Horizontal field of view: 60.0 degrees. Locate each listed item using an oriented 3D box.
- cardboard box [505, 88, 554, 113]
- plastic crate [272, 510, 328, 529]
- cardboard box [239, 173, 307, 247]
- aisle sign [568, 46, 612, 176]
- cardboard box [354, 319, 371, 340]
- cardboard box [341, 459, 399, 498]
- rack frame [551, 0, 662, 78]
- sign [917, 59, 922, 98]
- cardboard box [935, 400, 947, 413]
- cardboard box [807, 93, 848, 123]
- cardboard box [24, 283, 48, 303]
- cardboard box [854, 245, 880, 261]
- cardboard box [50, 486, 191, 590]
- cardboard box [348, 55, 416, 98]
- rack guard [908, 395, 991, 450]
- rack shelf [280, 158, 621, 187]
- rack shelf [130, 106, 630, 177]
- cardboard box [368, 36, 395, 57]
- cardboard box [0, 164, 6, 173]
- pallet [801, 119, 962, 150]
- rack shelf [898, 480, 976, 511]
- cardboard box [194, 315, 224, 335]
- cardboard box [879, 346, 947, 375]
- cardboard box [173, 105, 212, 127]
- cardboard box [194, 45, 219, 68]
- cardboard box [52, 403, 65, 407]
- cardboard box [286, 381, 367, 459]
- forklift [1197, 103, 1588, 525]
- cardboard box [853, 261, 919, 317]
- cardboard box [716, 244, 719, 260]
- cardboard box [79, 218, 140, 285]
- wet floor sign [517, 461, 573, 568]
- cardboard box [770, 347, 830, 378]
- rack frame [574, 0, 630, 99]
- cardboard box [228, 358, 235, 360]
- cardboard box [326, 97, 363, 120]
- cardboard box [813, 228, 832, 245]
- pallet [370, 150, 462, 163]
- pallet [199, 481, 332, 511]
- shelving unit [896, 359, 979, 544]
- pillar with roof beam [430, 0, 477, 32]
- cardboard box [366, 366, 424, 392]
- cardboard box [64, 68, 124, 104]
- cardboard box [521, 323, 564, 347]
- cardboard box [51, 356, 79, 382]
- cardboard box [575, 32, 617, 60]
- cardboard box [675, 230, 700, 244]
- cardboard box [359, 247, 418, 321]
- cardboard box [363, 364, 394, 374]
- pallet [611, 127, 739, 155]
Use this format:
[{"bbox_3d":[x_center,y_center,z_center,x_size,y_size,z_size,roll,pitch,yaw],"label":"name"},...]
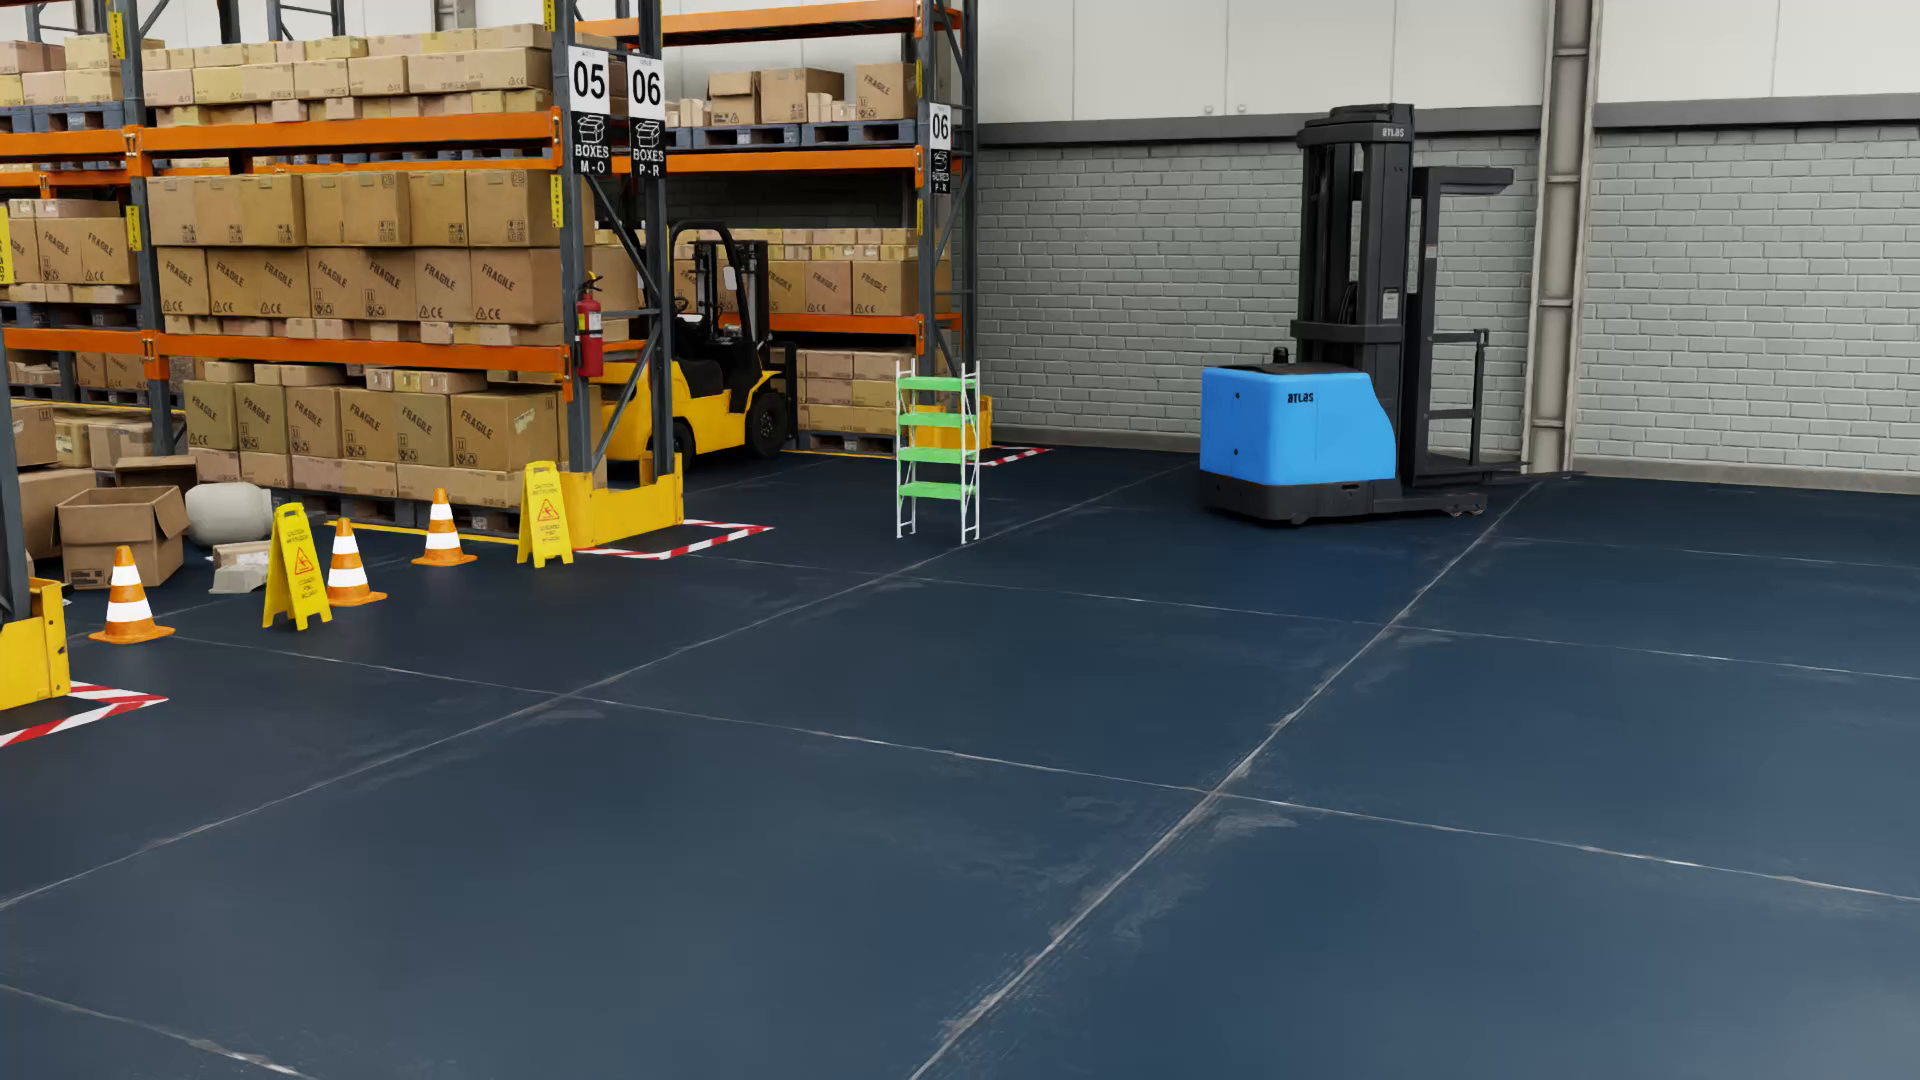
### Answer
[{"bbox_3d":[-2.743,-2.853,10.852,0.250,0.149,0.380,5,11,26],"label":"cardboard box"},{"bbox_3d":[-4.841,-0.141,11.783,0.583,0.080,0.402,1,10,6],"label":"plastic crate"},{"bbox_3d":[-4.701,-2.363,11.938,0.500,0.500,0.700,5,11,25],"label":"cardboard box"},{"bbox_3d":[-2.372,-2.745,10.674,0.004,0.787,0.394,5,11,26],"label":"aisle sign"},{"bbox_3d":[-4.092,-1.512,11.867,0.250,0.149,0.380,5,11,26],"label":"cardboard box"},{"bbox_3d":[-4.076,-0.474,11.966,0.500,0.250,0.500,5,11,24],"label":"cardboard box"},{"bbox_3d":[-2.299,-4.469,10.654,0.127,3.000,1.000,5,11,26],"label":"rack frame"},{"bbox_3d":[-0.359,-4.097,14.758,0.005,0.325,0.100,5,11,26],"label":"sign"},{"bbox_3d":[-0.460,-1.233,16.164,0.500,0.250,0.500,5,11,26],"label":"cardboard box"},{"bbox_3d":[-1.211,-4.012,15.472,0.258,0.266,0.396,5,11,26],"label":"cardboard box"},{"bbox_3d":[-7.176,-1.969,13.214,0.250,0.149,0.380,5,11,26],"label":"cardboard box"},{"bbox_3d":[-0.784,-2.676,15.492,0.250,0.149,0.380,5,12,27],"label":"cardboard box"},{"bbox_3d":[-4.995,-0.022,9.941,0.637,0.503,0.797,-2,11,-14],"label":"cardboard box"},{"bbox_3d":[-3.795,-3.143,11.335,0.500,0.250,0.500,5,12,27],"label":"cardboard box"},{"bbox_3d":[-0.085,-1.078,15.782,0.348,0.500,1.175,5,11,26],"label":"rack guard"},{"bbox_3d":[-5.487,-3.905,17.979,4.000,0.370,1.077,5,11,26],"label":"rack shelf"},{"bbox_3d":[-4.093,-2.796,11.856,4.000,0.370,1.077,5,11,26],"label":"rack shelf"},{"bbox_3d":[-3.828,-3.358,11.406,0.250,0.149,0.380,5,11,24],"label":"cardboard box"},{"bbox_3d":[-11.776,-4.631,20.680,0.250,0.149,0.380,5,12,28],"label":"cardboard box"},{"bbox_3d":[-0.729,-3.802,15.642,1.213,0.211,1.003,5,11,26],"label":"pallet"},{"bbox_3d":[-0.148,-0.304,11.250,0.480,0.148,0.258,5,11,26],"label":"rack shelf"},{"bbox_3d":[-5.496,-1.621,12.468,0.250,0.149,0.380,5,12,27],"label":"cardboard box"},{"bbox_3d":[-0.454,-1.724,16.065,0.500,0.250,0.500,5,11,25],"label":"cardboard box"},{"bbox_3d":[-5.506,-3.091,12.167,0.250,0.149,0.380,5,11,26],"label":"cardboard box"},{"bbox_3d":[-5.269,-3.462,11.979,0.250,0.149,0.380,5,11,24],"label":"cardboard box"},{"bbox_3d":[-8.306,-0.958,14.299,0.625,0.372,0.950,5,11,25],"label":"cardboard box"},{"bbox_3d":[-4.527,-0.884,12.125,0.500,0.500,0.500,6,12,29],"label":"cardboard box"},{"bbox_3d":[3.340,-1.696,12.369,3.031,2.935,1.130,-4,11,-23],"label":"forklift"},{"bbox_3d":[-0.664,-2.356,15.544,0.500,0.500,0.500,5,11,25],"label":"cardboard box"},{"bbox_3d":[-2.389,-2.821,16.291,0.250,0.149,0.380,5,11,24],"label":"cardboard box"},{"bbox_3d":[-6.402,-2.234,12.856,0.500,0.500,0.500,5,11,25],"label":"cardboard box"},{"bbox_3d":[-2.602,-0.172,10.371,0.267,0.644,0.232,-10,14,-43],"label":"wet floor sign"},{"bbox_3d":[-1.575,-1.719,16.042,0.500,0.250,0.500,5,11,27],"label":"cardboard box"},{"bbox_3d":[-3.693,-5.577,16.777,0.127,3.000,1.000,5,11,26],"label":"rack frame"},{"bbox_3d":[-8.199,-1.957,19.460,0.500,0.500,0.500,5,11,25],"label":"cardboard box"},{"bbox_3d":[-4.140,-2.967,11.481,0.250,0.149,0.380,5,11,25],"label":"cardboard box"},{"bbox_3d":[-1.193,-2.881,15.791,0.250,0.149,0.380,5,11,26],"label":"cardboard box"},{"bbox_3d":[-5.628,-4.196,18.102,1.213,0.211,1.003,6,12,28],"label":"pallet"},{"bbox_3d":[-5.269,-0.413,12.917,1.213,0.211,1.003,5,11,26],"label":"pallet"},{"bbox_3d":[-0.148,-0.603,11.195,0.503,1.200,0.258,5,11,26],"label":"shelving unit"},{"bbox_3d":[-7.617,-5.246,14.948,0.400,9.000,9.100,5,11,26],"label":"pillar with roof beam"},{"bbox_3d":[-3.952,-1.140,11.719,0.250,0.149,0.380,6,12,28],"label":"cardboard box"},{"bbox_3d":[-6.474,-3.464,12.765,0.500,0.250,0.500,5,11,25],"label":"cardboard box"},{"bbox_3d":[-2.729,-1.388,11.185,0.250,0.149,0.380,5,12,28],"label":"cardboard box"},{"bbox_3d":[-11.356,-2.229,21.493,0.500,0.311,0.500,5,12,28],"label":"cardboard box"},{"bbox_3d":[-2.528,-3.322,11.207,0.250,0.149,0.380,5,11,25],"label":"cardboard box"},{"bbox_3d":[-2.602,-2.990,16.389,0.250,0.149,0.380,5,11,25],"label":"cardboard box"},{"bbox_3d":[-3.802,-1.791,11.589,0.500,0.500,0.500,5,11,26],"label":"cardboard box"},{"bbox_3d":[-6.138,-1.877,18.666,0.625,0.625,0.875,5,12,28],"label":"cardboard box"},{"bbox_3d":[-2.917,-3.994,16.704,1.213,0.211,1.003,5,11,26],"label":"pallet"}]
